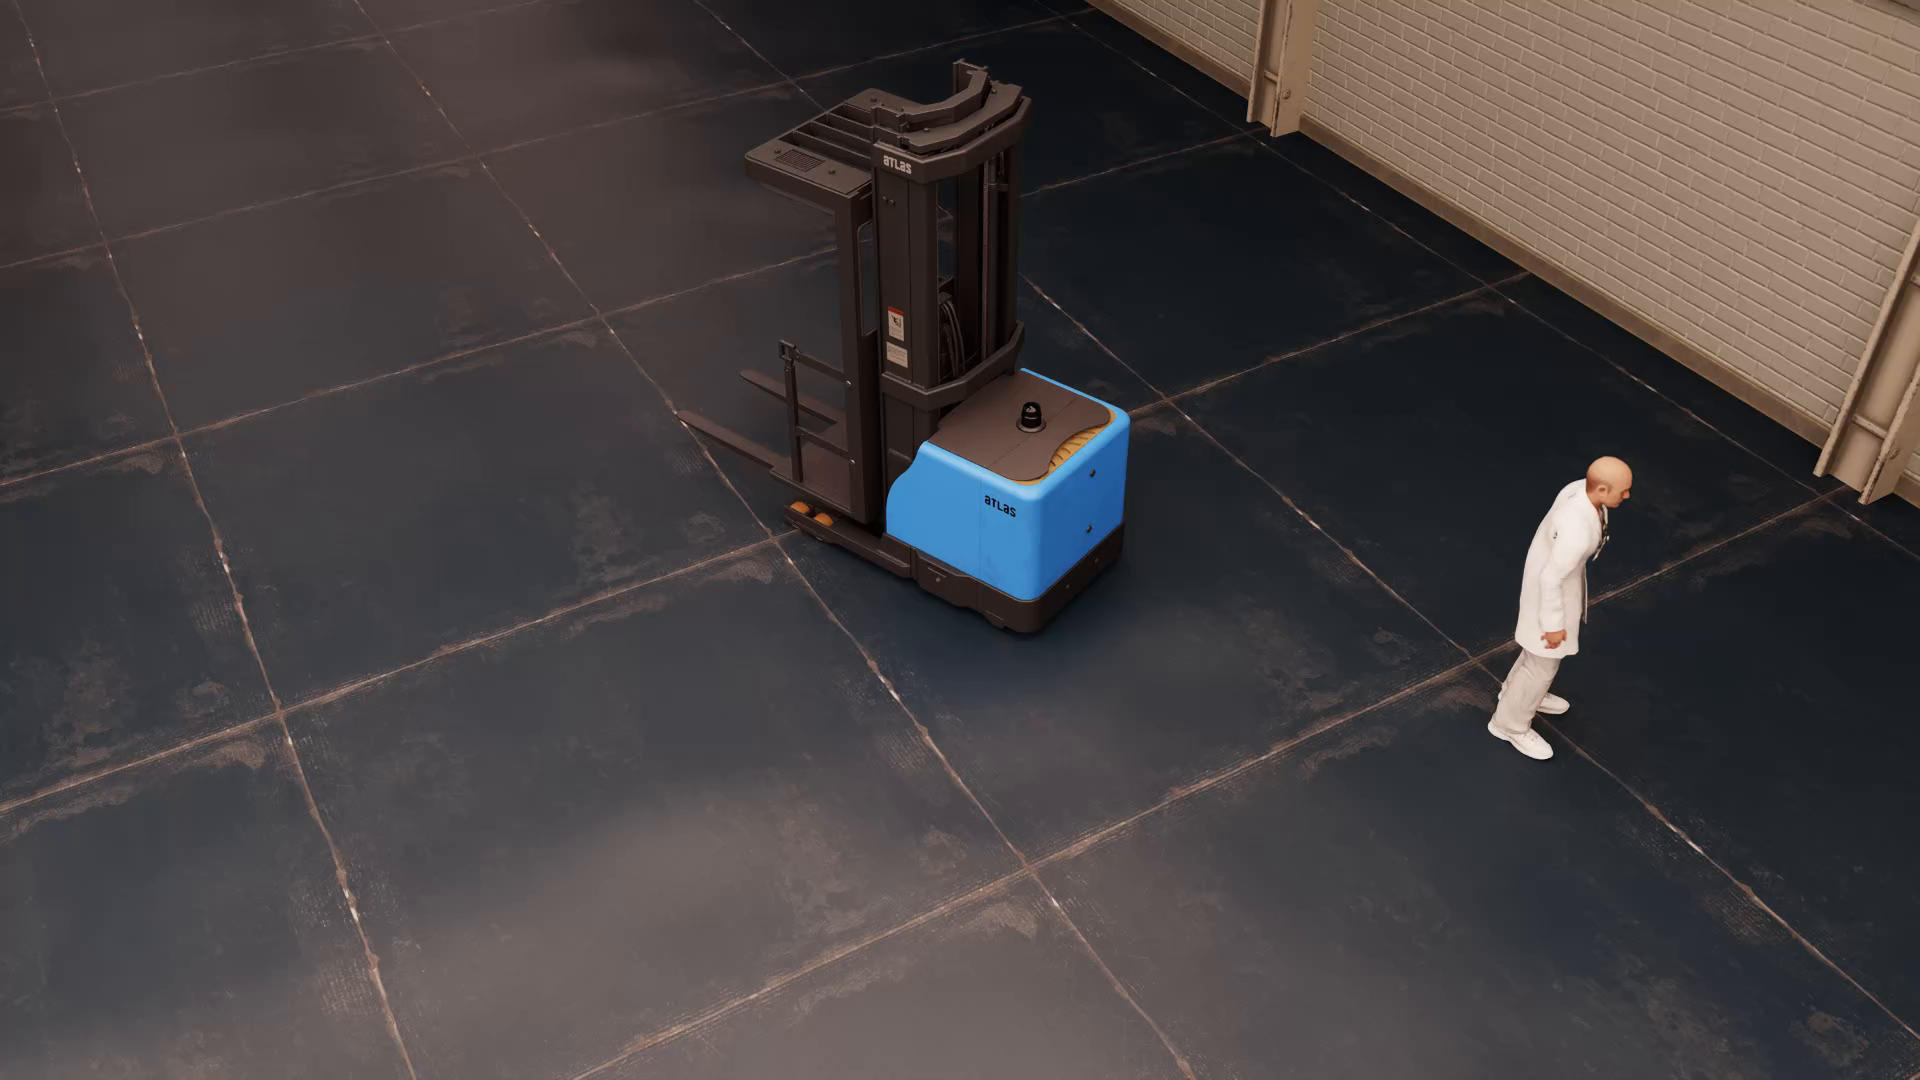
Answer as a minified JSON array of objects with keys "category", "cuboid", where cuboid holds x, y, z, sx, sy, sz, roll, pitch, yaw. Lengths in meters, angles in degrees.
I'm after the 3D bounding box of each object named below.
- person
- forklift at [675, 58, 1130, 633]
[{"category":"person","cuboid":[3.096,0.296,8.586,0.420,1.774,0.646,18,43,21]},{"category":"forklift","cuboid":[-0.481,-1.366,9.683,3.031,2.935,1.130,26,46,28]}]
